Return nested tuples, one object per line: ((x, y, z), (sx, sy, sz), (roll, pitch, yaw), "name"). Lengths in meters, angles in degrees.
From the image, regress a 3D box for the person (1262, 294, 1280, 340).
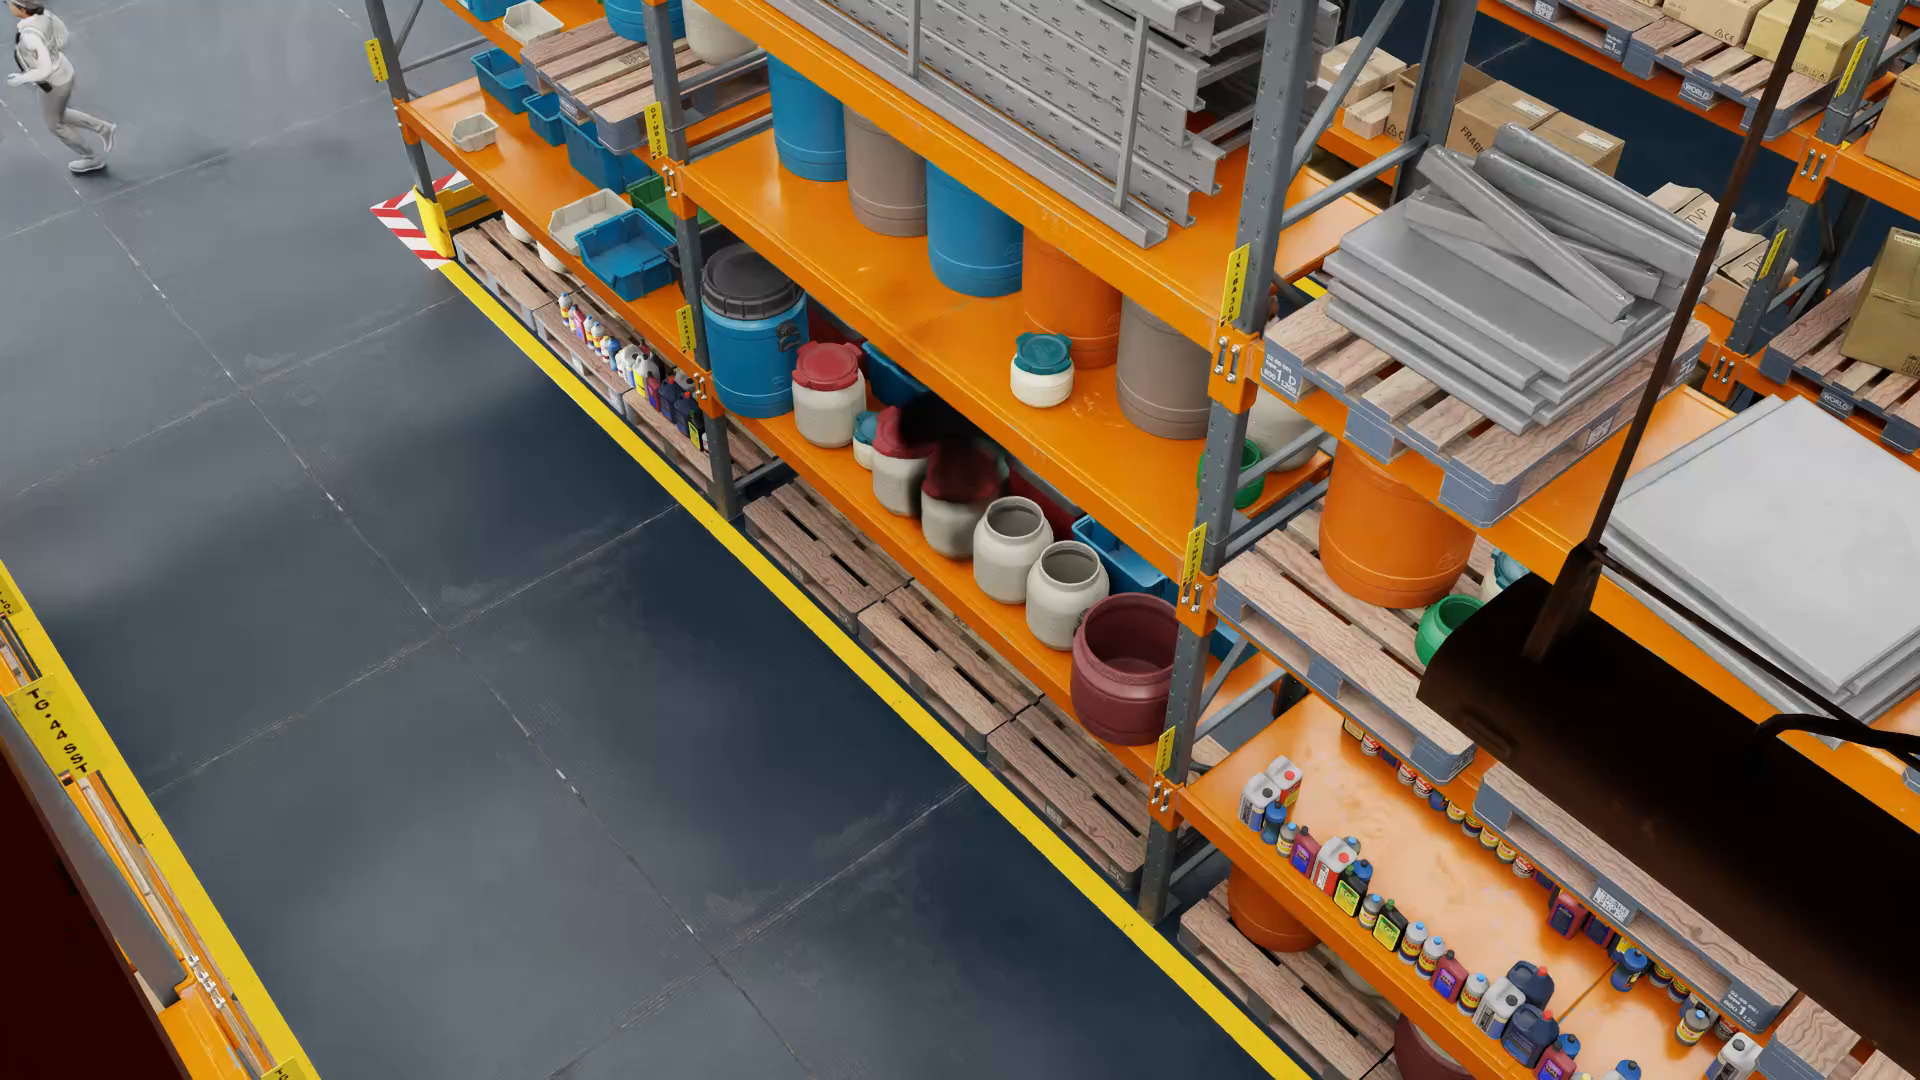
((1.725, -0.958, 10.410), (0.552, 1.581, 0.518), (32, 54, 27), "person")

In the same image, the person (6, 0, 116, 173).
((-7.283, -3.696, 13.351), (0.569, 1.648, 0.614), (-8, 47, -7), "person")
